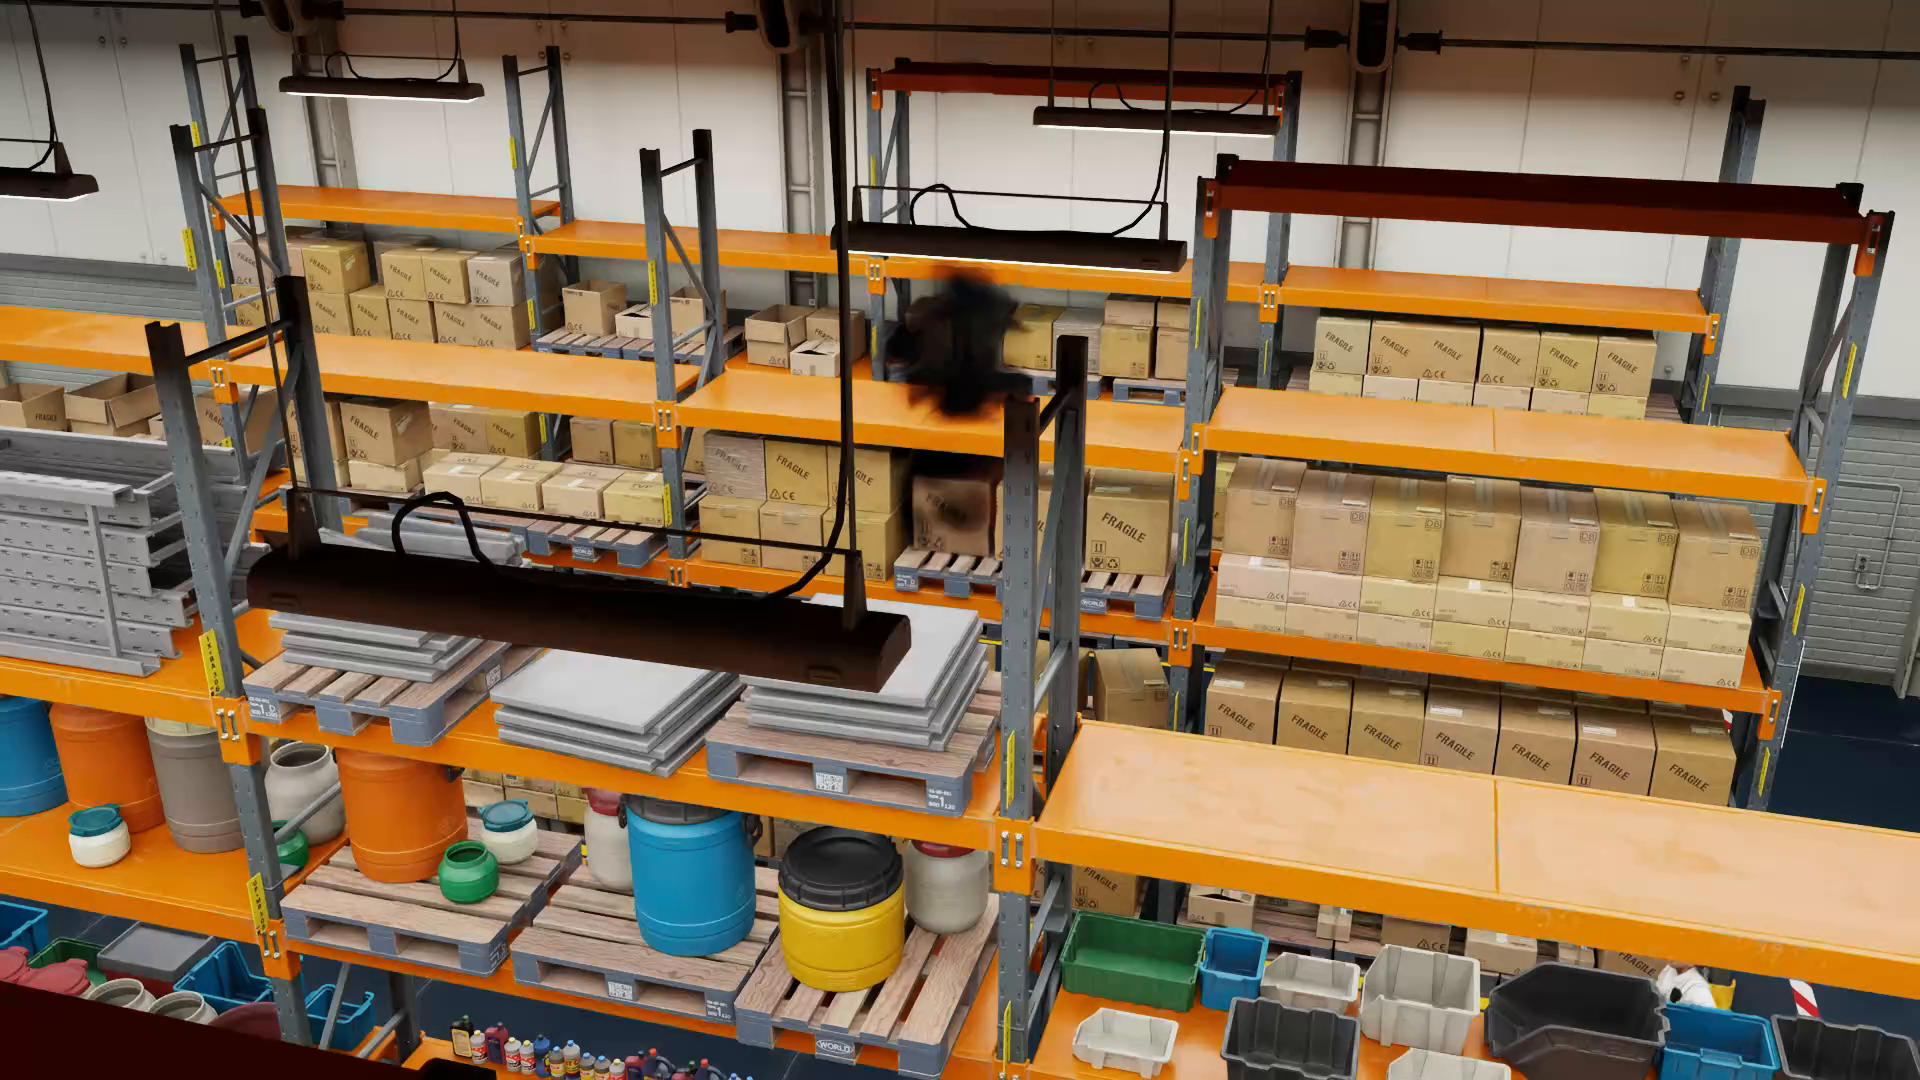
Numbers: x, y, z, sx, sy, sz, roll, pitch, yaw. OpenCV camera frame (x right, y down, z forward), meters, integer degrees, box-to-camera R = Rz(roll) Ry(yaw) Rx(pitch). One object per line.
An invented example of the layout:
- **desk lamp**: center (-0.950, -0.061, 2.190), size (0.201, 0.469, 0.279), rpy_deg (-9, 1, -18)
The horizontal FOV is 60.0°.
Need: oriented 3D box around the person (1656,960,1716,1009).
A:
- **person**: center (4.650, 3.264, 10.811), size (0.594, 1.653, 0.643), rpy_deg (-2, 23, -4)
